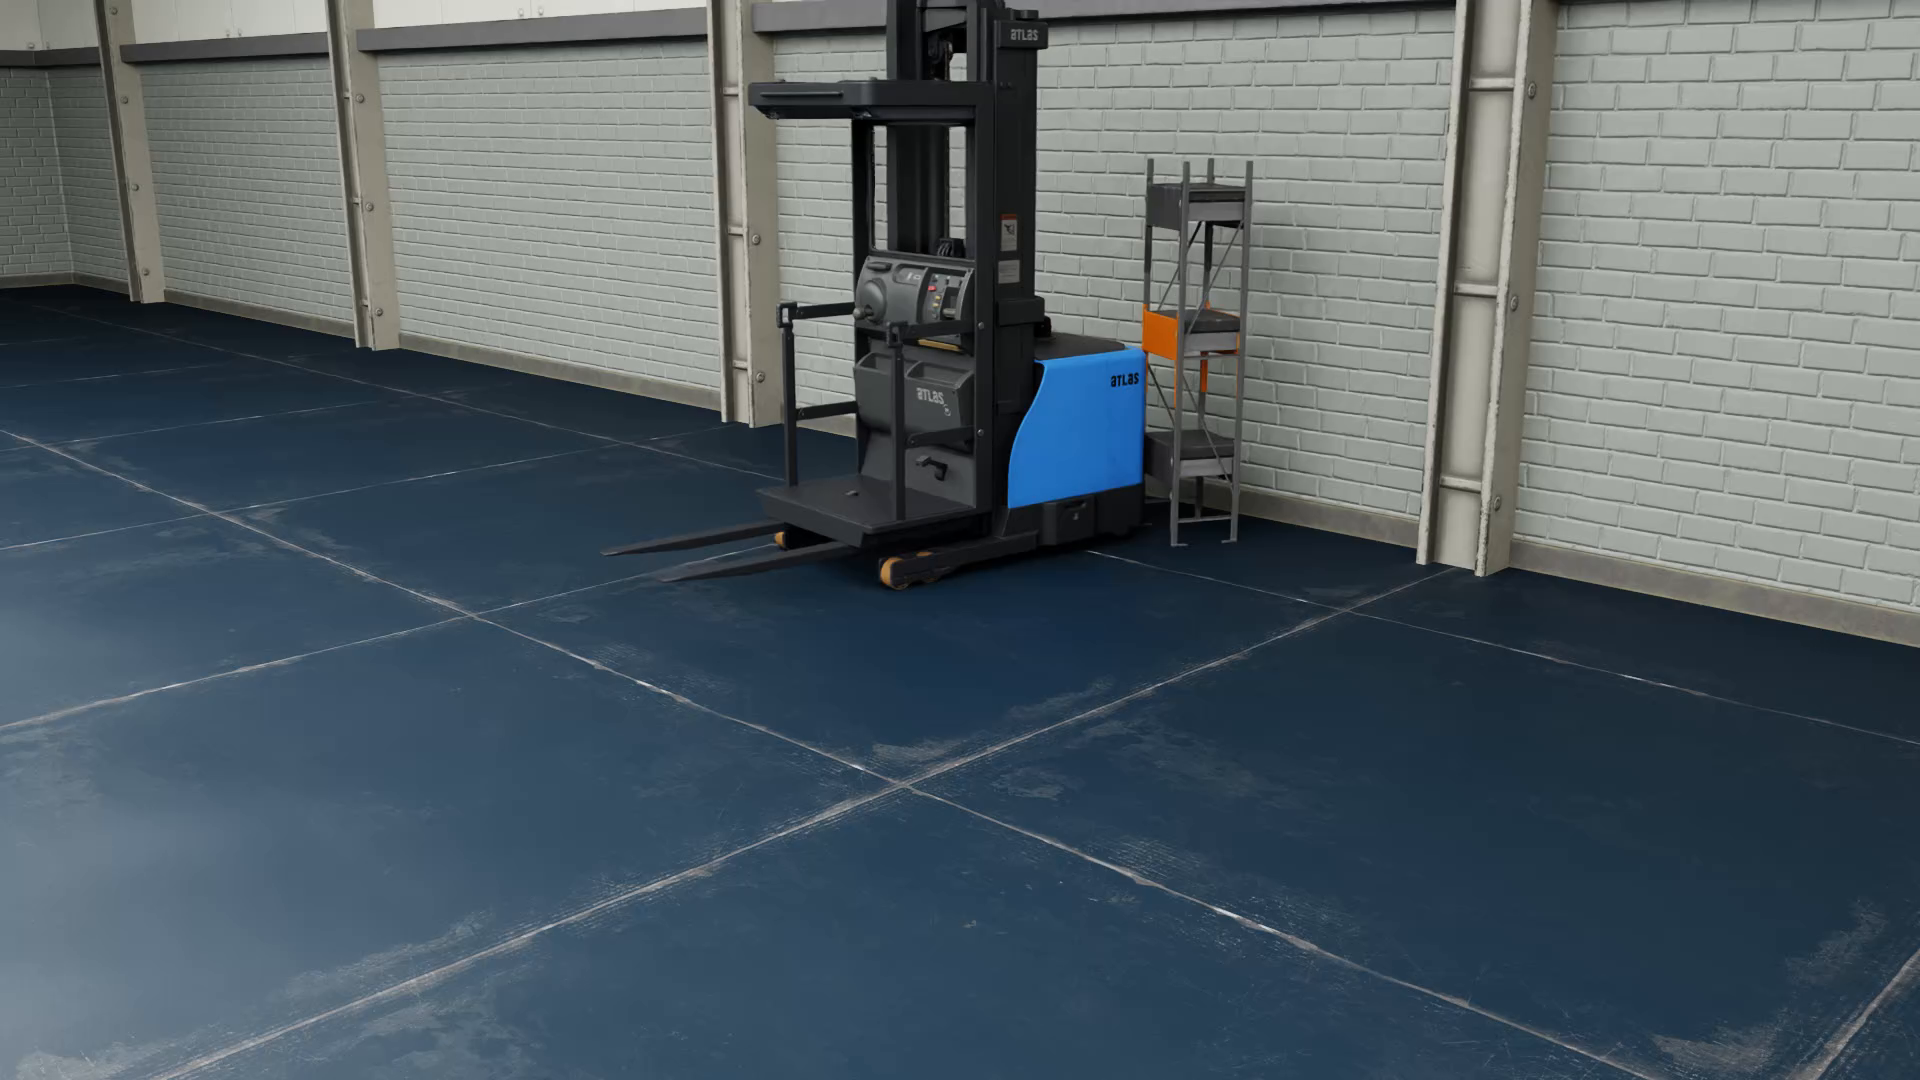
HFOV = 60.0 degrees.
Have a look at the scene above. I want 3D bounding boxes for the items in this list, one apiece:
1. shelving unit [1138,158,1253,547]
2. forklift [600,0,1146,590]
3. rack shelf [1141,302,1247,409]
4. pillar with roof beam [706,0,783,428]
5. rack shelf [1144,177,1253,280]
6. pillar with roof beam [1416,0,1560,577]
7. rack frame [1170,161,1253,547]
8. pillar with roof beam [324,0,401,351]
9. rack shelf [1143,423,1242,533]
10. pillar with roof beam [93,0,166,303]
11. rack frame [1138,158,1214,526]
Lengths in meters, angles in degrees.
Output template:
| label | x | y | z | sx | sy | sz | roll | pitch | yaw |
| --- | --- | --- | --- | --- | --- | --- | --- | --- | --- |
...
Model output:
| label | x | y | z | sx | sy | sz | roll | pitch | yaw |
| --- | --- | --- | --- | --- | --- | --- | --- | --- | --- |
| shelving unit | 1.301 | -1.053 | 9.308 | 0.431 | 2.100 | 0.503 | -4 | 15 | -16 |
| forklift | -0.411 | -1.314 | 8.660 | 3.031 | 2.935 | 1.130 | -11 | 18 | -37 |
| rack shelf | 1.301 | -1.040 | 9.312 | 0.431 | 0.518 | 0.480 | -4 | 15 | -16 |
| pillar with roof beam | -4.604 | -4.493 | 8.830 | 0.400 | 9.000 | 9.100 | 14 | 20 | 42 |
| rack shelf | 1.301 | -1.717 | 9.135 | 0.431 | 0.518 | 0.480 | -4 | 15 | -16 |
| pillar with roof beam | -0.285 | -3.443 | 4.800 | 0.400 | 9.000 | 9.100 | 14 | 20 | 42 |
| rack frame | 1.371 | -0.994 | 9.082 | 0.400 | 2.100 | 0.015 | -4 | 15 | -16 |
| pillar with roof beam | -8.923 | -5.544 | 12.860 | 0.400 | 9.000 | 9.100 | 14 | 20 | 42 |
| rack shelf | 1.301 | -0.362 | 9.488 | 0.431 | 0.518 | 0.480 | -4 | 15 | -16 |
| pillar with roof beam | -13.242 | -6.594 | 16.890 | 0.400 | 9.000 | 9.100 | 14 | 20 | 42 |
| rack frame | 1.232 | -1.112 | 9.535 | 0.400 | 2.100 | 0.015 | -4 | 15 | -16 |
